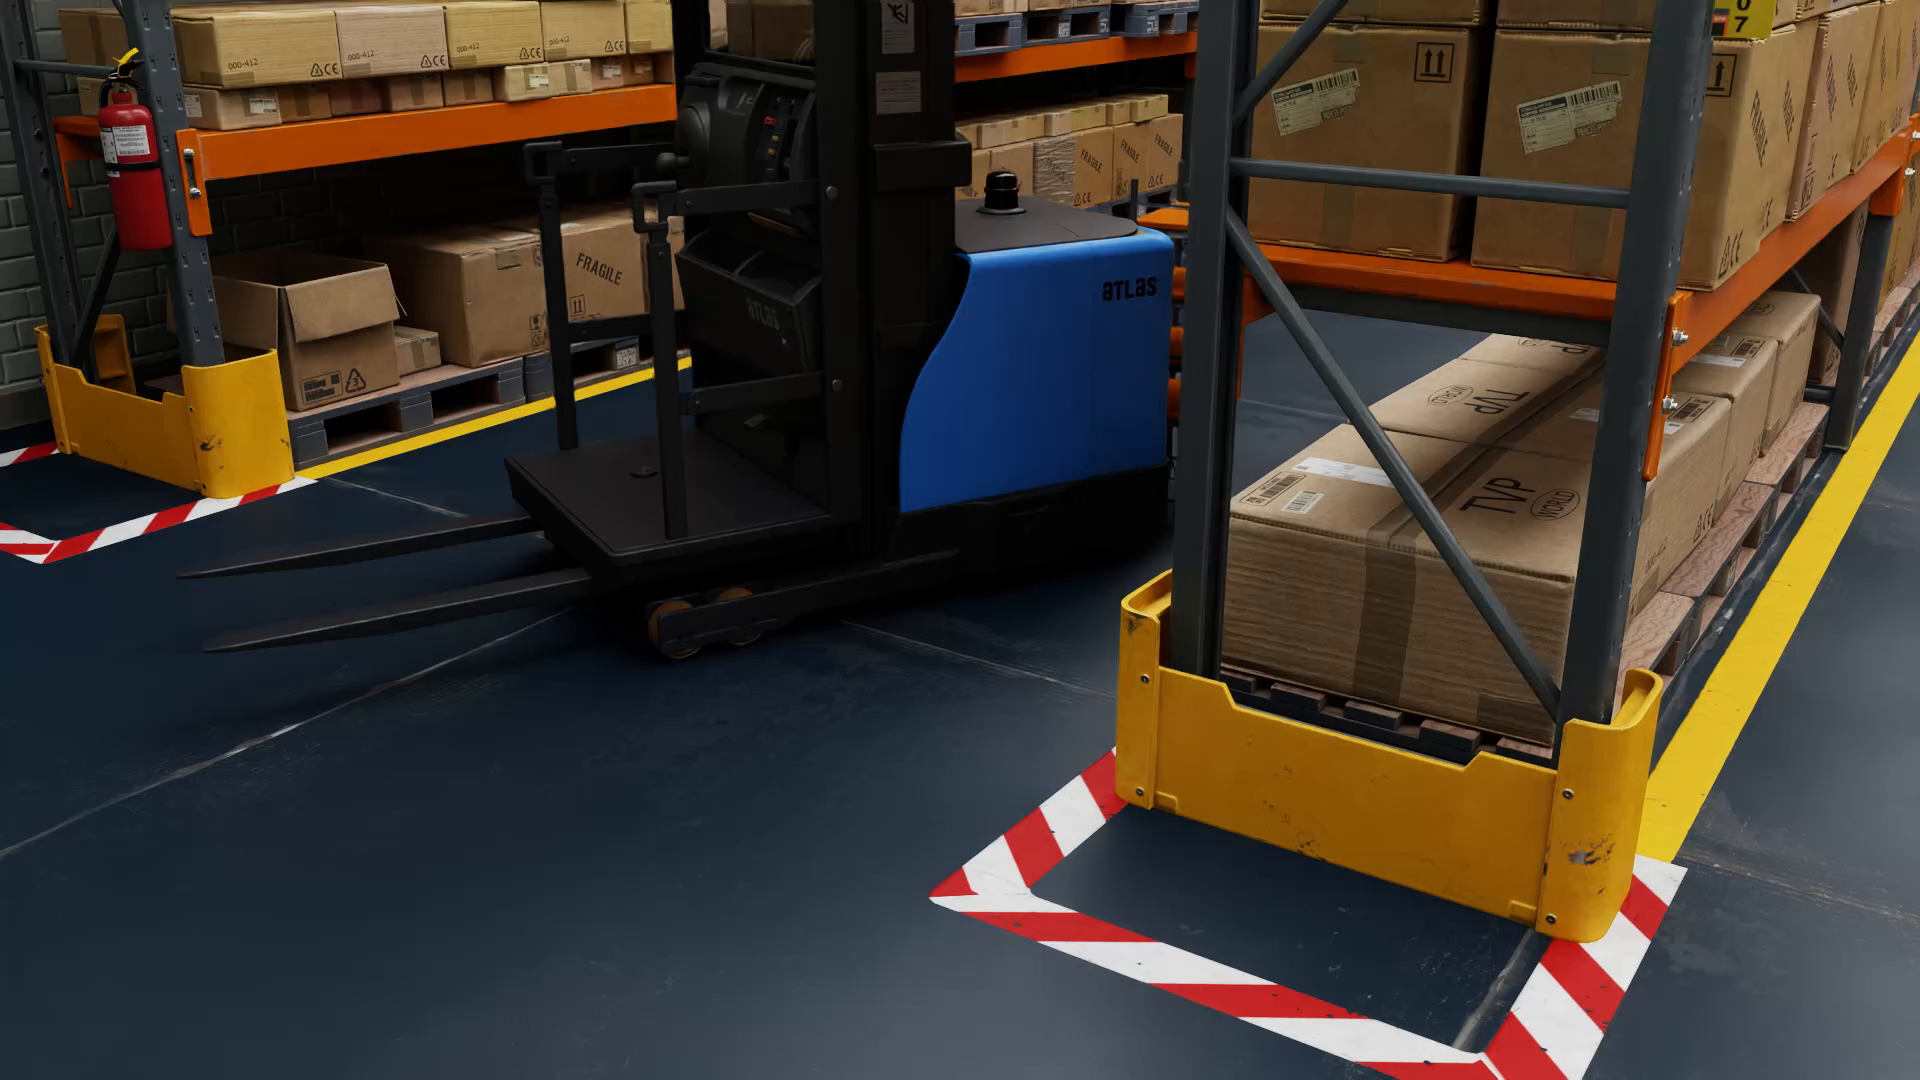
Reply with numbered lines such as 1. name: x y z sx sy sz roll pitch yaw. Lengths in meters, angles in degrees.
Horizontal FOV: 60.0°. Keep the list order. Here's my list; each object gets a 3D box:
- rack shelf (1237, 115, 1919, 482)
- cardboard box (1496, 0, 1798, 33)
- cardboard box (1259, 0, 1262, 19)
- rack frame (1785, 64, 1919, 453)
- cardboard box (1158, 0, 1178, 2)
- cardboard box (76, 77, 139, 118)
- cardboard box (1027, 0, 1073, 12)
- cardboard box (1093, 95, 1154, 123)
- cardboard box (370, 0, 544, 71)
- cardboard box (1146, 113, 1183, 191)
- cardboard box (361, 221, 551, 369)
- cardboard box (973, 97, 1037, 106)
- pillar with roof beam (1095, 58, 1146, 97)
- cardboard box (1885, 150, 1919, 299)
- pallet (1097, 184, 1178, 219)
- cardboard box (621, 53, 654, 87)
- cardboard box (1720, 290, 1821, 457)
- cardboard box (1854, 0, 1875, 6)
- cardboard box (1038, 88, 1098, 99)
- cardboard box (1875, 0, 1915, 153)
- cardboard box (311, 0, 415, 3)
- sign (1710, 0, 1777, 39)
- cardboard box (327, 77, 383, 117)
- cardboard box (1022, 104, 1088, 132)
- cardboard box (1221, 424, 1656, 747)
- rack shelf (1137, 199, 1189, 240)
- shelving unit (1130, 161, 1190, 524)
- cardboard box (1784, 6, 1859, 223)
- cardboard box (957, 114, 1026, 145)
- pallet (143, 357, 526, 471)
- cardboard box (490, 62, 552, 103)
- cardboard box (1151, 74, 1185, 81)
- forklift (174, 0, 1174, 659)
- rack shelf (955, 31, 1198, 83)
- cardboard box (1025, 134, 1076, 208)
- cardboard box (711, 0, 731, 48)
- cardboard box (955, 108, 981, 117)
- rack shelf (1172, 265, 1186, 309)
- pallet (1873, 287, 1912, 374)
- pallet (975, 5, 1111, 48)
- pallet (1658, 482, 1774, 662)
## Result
1. rack shelf: 2.072 -0.960 5.073 1.077 0.370 4.000 13 24 32
2. cardboard box: 1.453 -1.321 3.428 0.500 0.500 0.500 13 24 31
3. cardboard box: 2.076 -4.138 12.845 0.500 0.250 0.500 13 24 31
4. rack frame: 3.197 -1.871 6.500 1.000 3.000 0.127 13 24 32
5. cardboard box: 1.286 -3.802 11.476 0.380 0.149 0.250 14 24 33
6. cardboard box: -3.195 -1.720 6.453 0.380 0.149 0.250 13 24 31
7. cardboard box: 0.279 -3.551 10.291 0.700 0.500 0.500 13 24 32
8. cardboard box: 1.142 -3.039 11.720 0.380 0.149 0.250 12 23 29
9. cardboard box: -2.116 -2.128 6.982 0.500 0.250 0.500 13 24 31
10. cardboard box: 1.278 -2.847 12.136 0.500 0.500 0.500 14 25 33
11. cardboard box: -2.224 -1.110 7.439 0.700 0.500 0.500 14 25 34
12. cardboard box: 0.312 -3.008 11.636 0.380 0.149 0.250 12 23 29
13. pillar with roof beam: 4.886 -6.510 10.393 9.100 9.000 0.400 13 24 32
14. cardboard box: 4.483 -1.782 8.717 0.875 0.875 0.875 14 24 32
15. pallet: 0.887 -2.471 12.141 1.003 0.211 1.213 13 24 32
16. cardboard box: -1.663 -2.220 7.806 0.380 0.149 0.250 14 24 33
17. cardboard box: 2.755 -0.707 6.441 0.875 0.438 0.875 13 24 31
18. cardboard box: 2.301 -1.764 4.624 0.500 0.500 0.500 13 24 32
19. cardboard box: 0.787 -3.226 12.225 0.380 0.149 0.250 15 25 35
20. cardboard box: 2.863 -1.586 5.586 0.500 0.500 0.500 13 24 31
21. cardboard box: -2.547 -2.232 7.263 0.500 0.250 0.500 14 25 33
22. sign: 1.404 -1.057 2.936 0.100 0.325 0.005 13 24 32
23. cardboard box: -2.524 -1.778 6.609 0.380 0.149 0.250 13 24 31
24. cardboard box: 0.632 -2.834 11.165 0.380 0.149 0.250 13 24 31
25. cardboard box: 1.236 0.072 4.333 0.875 0.438 0.875 12 24 30
26. rack shelf: 0.793 -1.079 5.820 0.258 0.148 0.480 10 22 24
27. shelving unit: 0.793 -0.711 5.956 0.258 1.200 0.503 10 22 24
28. cardboard box: 2.017 -1.145 4.393 0.500 0.500 0.500 13 24 32
29. cardboard box: 0.193 -2.605 10.546 0.380 0.149 0.250 14 25 34
30. pallet: -2.669 -0.633 7.173 1.003 0.211 1.213 13 24 32
31. cardboard box: -1.982 -1.973 7.138 0.380 0.149 0.250 12 24 30
32. cardboard box: 2.061 -3.434 13.543 0.875 0.625 0.625 14 25 34
33. forklift: -0.828 -1.239 4.889 3.031 2.935 1.130 -11 23 -28
34. rack shelf: 0.214 -3.075 10.790 1.077 0.370 4.000 13 24 32
35. cardboard box: 0.419 -2.402 10.933 0.500 0.500 0.500 12 24 30
36. cardboard box: -1.265 -2.567 8.168 0.500 0.250 0.500 13 24 32
37. cardboard box: -0.083 -2.775 11.006 0.380 0.149 0.250 12 24 30
38. rack shelf: 0.793 -0.857 5.902 0.258 0.148 0.480 10 22 24
39. pallet: 4.253 -1.151 8.572 1.003 0.211 1.213 13 24 32
40. pallet: 0.249 -3.337 10.739 1.003 0.211 1.213 13 24 32
41. pallet: 2.019 -0.009 5.485 1.003 0.211 1.213 13 24 32
